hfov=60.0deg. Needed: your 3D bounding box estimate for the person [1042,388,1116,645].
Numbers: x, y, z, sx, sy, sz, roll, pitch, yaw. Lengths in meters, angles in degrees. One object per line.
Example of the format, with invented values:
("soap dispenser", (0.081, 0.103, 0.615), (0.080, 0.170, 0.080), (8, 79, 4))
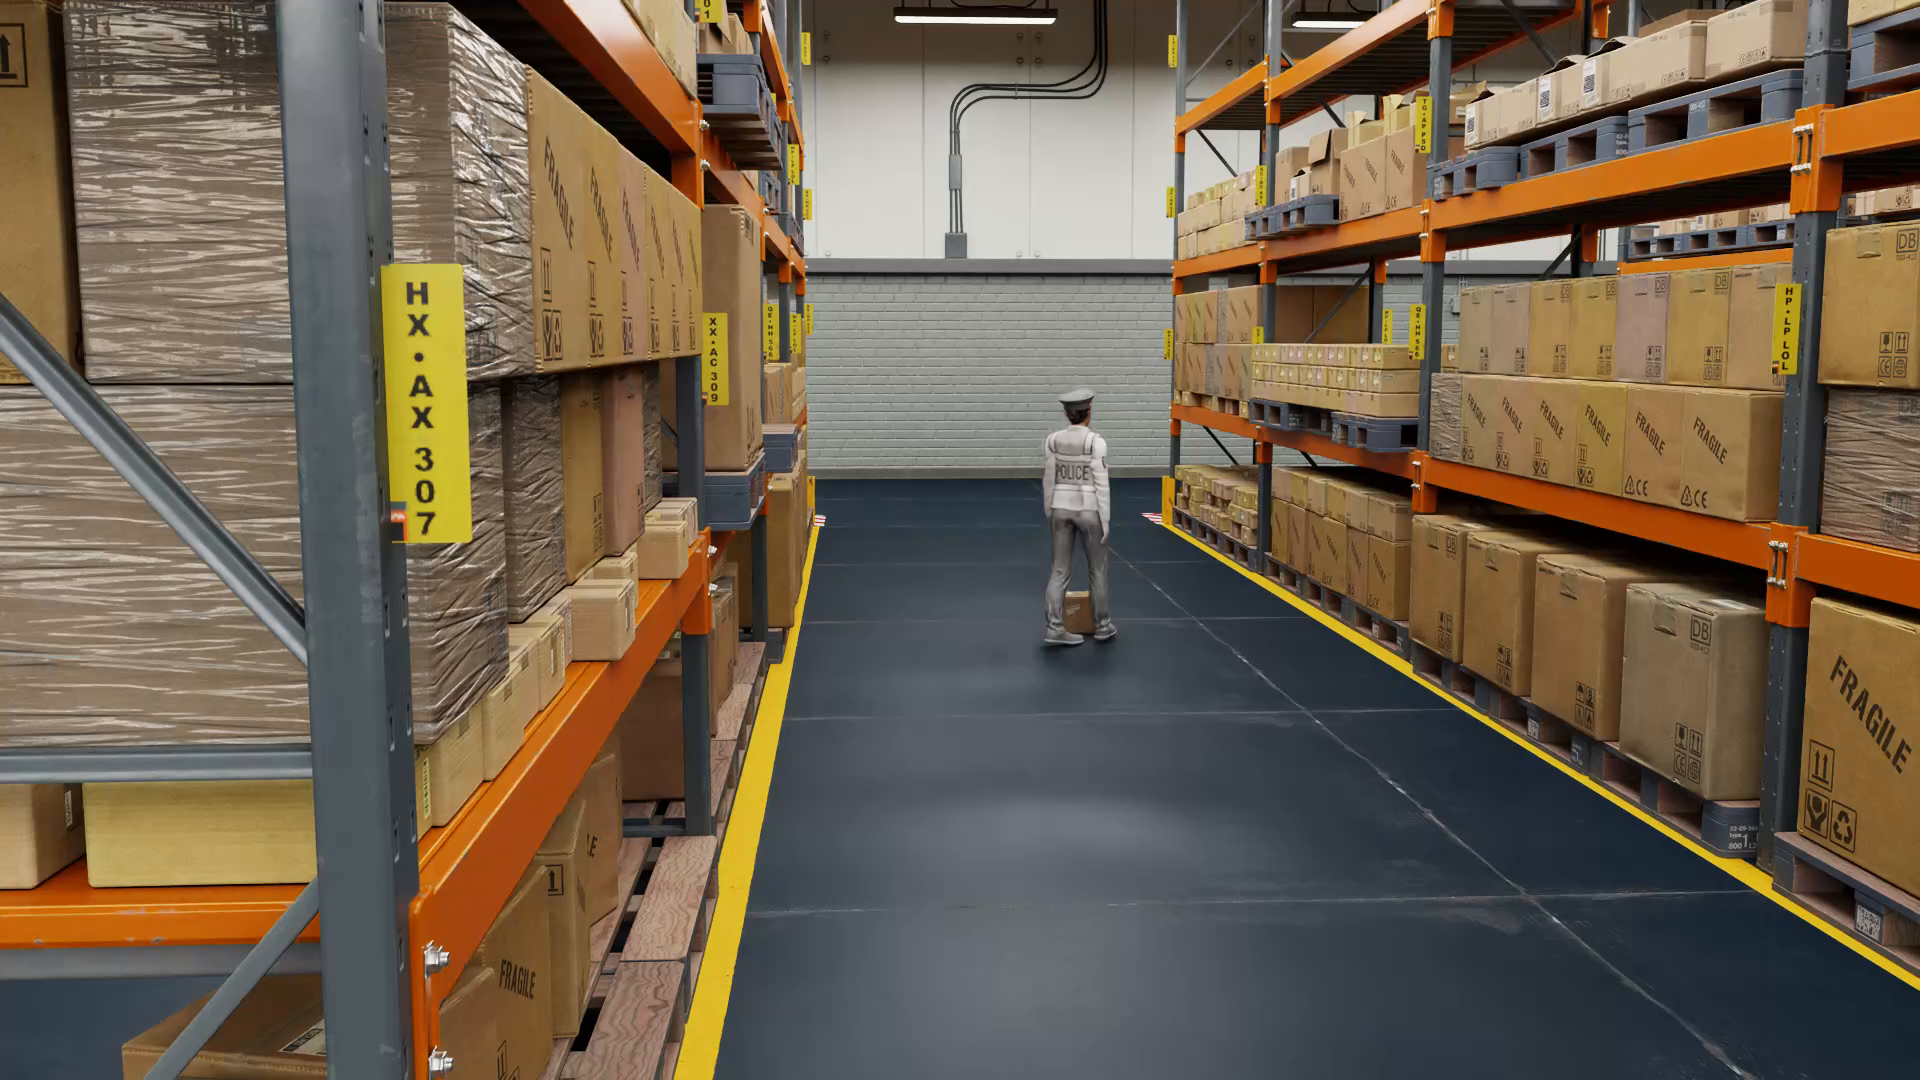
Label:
("person", (0.804, -0.162, 10.958), (0.474, 1.670, 0.616), (4, 8, 27))
